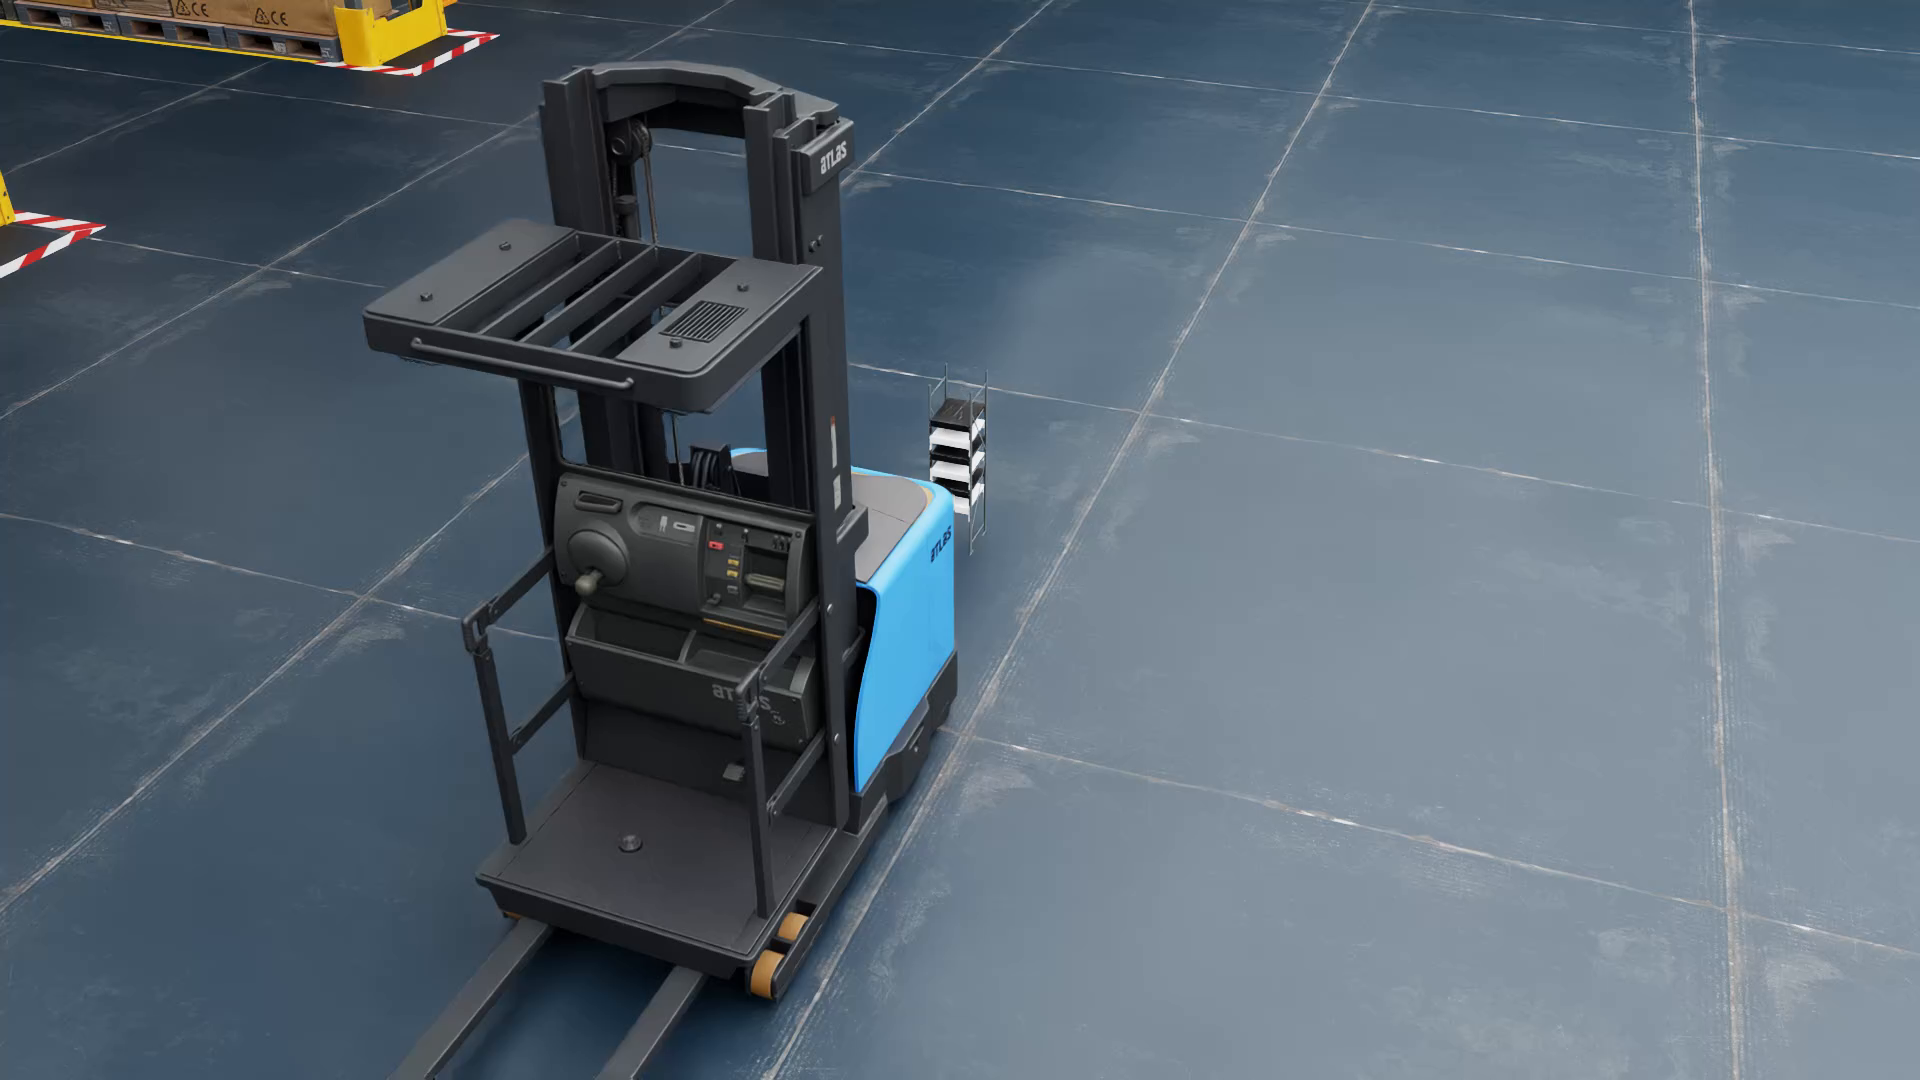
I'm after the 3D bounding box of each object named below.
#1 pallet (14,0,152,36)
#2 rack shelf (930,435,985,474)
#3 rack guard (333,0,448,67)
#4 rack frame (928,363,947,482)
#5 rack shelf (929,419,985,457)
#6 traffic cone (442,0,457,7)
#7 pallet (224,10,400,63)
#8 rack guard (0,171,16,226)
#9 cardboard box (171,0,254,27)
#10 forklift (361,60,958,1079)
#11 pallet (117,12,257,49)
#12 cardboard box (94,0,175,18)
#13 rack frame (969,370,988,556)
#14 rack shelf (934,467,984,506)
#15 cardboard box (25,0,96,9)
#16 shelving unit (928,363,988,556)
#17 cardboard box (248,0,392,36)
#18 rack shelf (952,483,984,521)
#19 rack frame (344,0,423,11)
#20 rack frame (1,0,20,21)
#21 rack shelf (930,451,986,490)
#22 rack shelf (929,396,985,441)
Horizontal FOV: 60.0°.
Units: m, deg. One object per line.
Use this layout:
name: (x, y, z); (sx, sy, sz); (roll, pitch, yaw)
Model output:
pallet: (-8.252, -5.154, 16.038); (1.213, 0.211, 1.003); (11, 34, 16)
rack shelf: (-0.008, -0.427, 7.977); (0.200, 0.077, 0.258); (11, 34, 16)
rack guard: (-5.153, -4.718, 15.096); (0.348, 0.500, 1.175); (11, 34, 16)
rack frame: (-0.103, -0.398, 8.037); (0.006, 0.900, 0.240); (11, 34, 16)
rack shelf: (-0.008, -0.503, 7.929); (0.200, 0.077, 0.258); (11, 34, 16)
traffic cone: (-5.197, -5.529, 16.387); (0.334, 0.463, 0.336); (11, 34, 16)
pallet: (-5.955, -4.707, 15.346); (1.213, 0.211, 1.003); (11, 34, 16)
rack guard: (-7.016, -2.222, 11.230); (0.348, 0.500, 1.175); (11, 34, 16)
cardboard box: (-6.666, -5.306, 15.275); (0.875, 0.875, 0.875); (10, 34, 16)
forklift: (-1.018, 0.104, 5.387); (1.130, 2.935, 3.031); (12, 35, 18)
pallet: (-7.100, -4.931, 15.693); (1.213, 0.211, 1.003); (11, 34, 16)
cardboard box: (-7.523, -5.474, 15.535); (0.875, 0.875, 0.875); (11, 35, 17)
rack frame: (0.088, -0.361, 7.979); (0.006, 0.900, 0.240); (11, 34, 16)
rack shelf: (-0.008, -0.276, 8.075); (0.200, 0.077, 0.258); (11, 34, 16)
cardboard box: (-8.373, -5.637, 15.787); (0.875, 0.875, 0.875); (12, 35, 17)
shelving unit: (-0.008, -0.380, 8.008); (0.210, 0.900, 0.258); (11, 34, 16)
cardboard box: (-5.837, -5.146, 15.027); (0.875, 0.875, 0.875); (11, 35, 17)
rack shelf: (-0.008, -0.200, 8.124); (0.200, 0.077, 0.258); (11, 34, 16)
rack frame: (-5.176, -5.772, 14.425); (0.127, 3.000, 1.000); (11, 34, 16)
rack frame: (-8.941, -6.504, 15.559); (0.127, 3.000, 1.000); (11, 34, 16)
rack shelf: (-0.008, -0.352, 8.026); (0.200, 0.077, 0.258); (11, 34, 16)
rack shelf: (-0.008, -0.578, 7.880); (0.200, 0.077, 0.258); (11, 34, 16)
